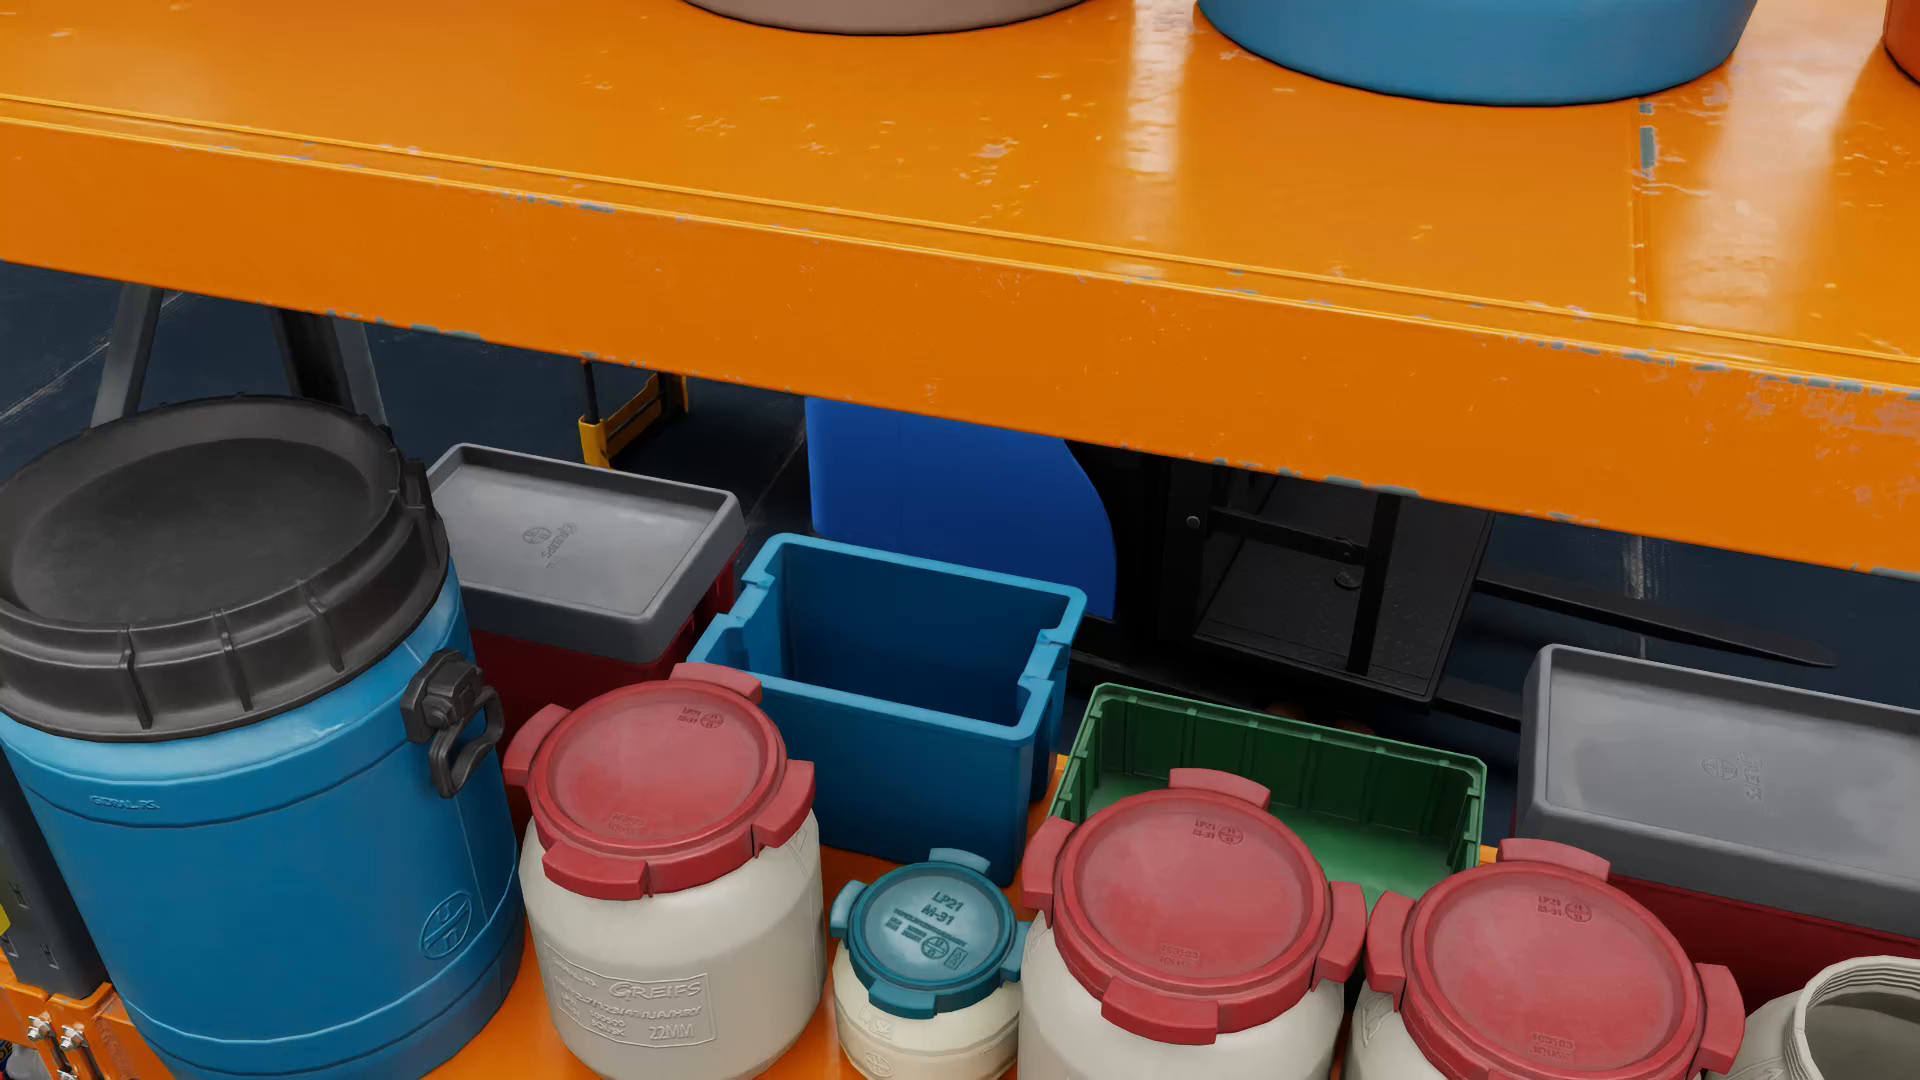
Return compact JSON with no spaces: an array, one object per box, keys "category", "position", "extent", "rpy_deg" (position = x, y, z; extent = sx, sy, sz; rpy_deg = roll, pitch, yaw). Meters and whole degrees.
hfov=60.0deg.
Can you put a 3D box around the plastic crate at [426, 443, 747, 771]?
[{"category":"plastic crate","position":[-0.704,0.160,2.948],"extent":[0.583,0.464,0.402],"rpy_deg":[10,38,14]}]

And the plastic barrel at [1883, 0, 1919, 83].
[{"category":"plastic barrel","position":[1.217,-0.784,1.392],"extent":[0.708,0.830,0.600],"rpy_deg":[10,38,14]}]

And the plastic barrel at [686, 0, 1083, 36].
[{"category":"plastic barrel","position":[-0.083,-1.054,1.698],"extent":[0.600,0.901,0.600],"rpy_deg":[0,36,0]}]

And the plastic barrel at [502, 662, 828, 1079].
[{"category":"plastic barrel","position":[-0.410,0.512,2.410],"extent":[0.433,0.535,0.433],"rpy_deg":[0,36,0]}]

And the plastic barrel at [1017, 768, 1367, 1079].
[{"category":"plastic barrel","position":[0.290,0.641,2.234],"extent":[0.433,0.535,0.433],"rpy_deg":[0,36,0]}]

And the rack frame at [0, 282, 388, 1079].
[{"category":"rack frame","position":[-1.258,0.273,2.848],"extent":[0.127,3.000,1.000],"rpy_deg":[10,38,14]}]

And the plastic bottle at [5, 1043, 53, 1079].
[{"category":"plastic bottle","position":[-1.915,1.130,3.547],"extent":[0.185,0.351,0.144],"rpy_deg":[10,38,14]}]

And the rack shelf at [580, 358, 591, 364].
[{"category":"rack shelf","position":[-0.758,-0.703,5.743],"extent":[1.000,0.185,0.538],"rpy_deg":[15,39,20]}]

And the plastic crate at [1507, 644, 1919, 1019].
[{"category":"plastic crate","position":[1.109,0.496,2.492],"extent":[0.583,0.464,0.402],"rpy_deg":[10,38,14]}]

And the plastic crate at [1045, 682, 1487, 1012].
[{"category":"plastic crate","position":[0.489,0.507,2.710],"extent":[0.662,0.188,0.450],"rpy_deg":[10,38,14]}]

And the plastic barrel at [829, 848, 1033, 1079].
[{"category":"plastic barrel","position":[-0.040,0.650,2.454],"extent":[0.301,0.262,0.301],"rpy_deg":[0,36,0]}]

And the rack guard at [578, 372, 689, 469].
[{"category":"rack guard","position":[-1.202,-0.466,6.172],"extent":[0.087,0.250,0.587],"rpy_deg":[15,39,20]}]

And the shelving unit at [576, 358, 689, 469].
[{"category":"shelving unit","position":[-0.750,-0.846,5.634],"extent":[1.083,1.500,0.587],"rpy_deg":[15,39,20]}]

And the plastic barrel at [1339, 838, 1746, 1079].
[{"category":"plastic barrel","position":[0.703,0.718,2.130],"extent":[0.433,0.535,0.433],"rpy_deg":[0,36,0]}]

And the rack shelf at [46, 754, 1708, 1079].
[{"category":"rack shelf","position":[0.651,0.916,2.581],"extent":[4.000,0.370,1.077],"rpy_deg":[10,38,14]}]

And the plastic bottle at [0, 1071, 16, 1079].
[{"category":"plastic bottle","position":[-1.958,1.212,3.436],"extent":[0.185,0.351,0.144],"rpy_deg":[10,37,13]}]

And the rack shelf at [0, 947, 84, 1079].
[{"category":"rack shelf","position":[-3.167,0.209,3.542],"extent":[4.000,0.370,1.077],"rpy_deg":[10,38,14]}]

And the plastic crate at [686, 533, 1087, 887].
[{"category":"plastic crate","position":[-0.112,0.299,2.827],"extent":[0.575,0.384,0.392],"rpy_deg":[10,38,14]}]

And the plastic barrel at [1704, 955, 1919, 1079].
[{"category":"plastic barrel","position":[1.113,0.800,2.039],"extent":[0.421,0.512,0.421],"rpy_deg":[0,36,0]}]

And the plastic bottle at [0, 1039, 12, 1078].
[{"category":"plastic bottle","position":[-2.121,1.120,3.624],"extent":[0.135,0.276,0.152],"rpy_deg":[10,38,14]}]

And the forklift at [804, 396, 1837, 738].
[{"category":"forklift","position":[1.076,-0.856,4.441],"extent":[3.031,2.935,1.130],"rpy_deg":[15,39,20]}]

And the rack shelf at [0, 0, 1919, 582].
[{"category":"rack shelf","position":[0.651,-0.292,1.692],"extent":[4.000,0.370,1.077],"rpy_deg":[10,38,14]}]

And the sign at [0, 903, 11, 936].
[{"category":"sign","position":[-1.432,0.471,2.346],"extent":[0.005,0.325,0.100],"rpy_deg":[10,38,14]}]

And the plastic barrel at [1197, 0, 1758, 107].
[{"category":"plastic barrel","position":[0.541,-0.939,1.541],"extent":[0.708,0.901,0.600],"rpy_deg":[10,38,14]}]

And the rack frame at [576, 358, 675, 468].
[{"category":"rack frame","position":[-1.220,-0.974,5.808],"extent":[0.032,1.500,0.500],"rpy_deg":[15,39,20]}]

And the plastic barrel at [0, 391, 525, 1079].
[{"category":"plastic barrel","position":[-0.979,0.311,2.374],"extent":[0.708,0.901,0.600],"rpy_deg":[10,38,14]}]
